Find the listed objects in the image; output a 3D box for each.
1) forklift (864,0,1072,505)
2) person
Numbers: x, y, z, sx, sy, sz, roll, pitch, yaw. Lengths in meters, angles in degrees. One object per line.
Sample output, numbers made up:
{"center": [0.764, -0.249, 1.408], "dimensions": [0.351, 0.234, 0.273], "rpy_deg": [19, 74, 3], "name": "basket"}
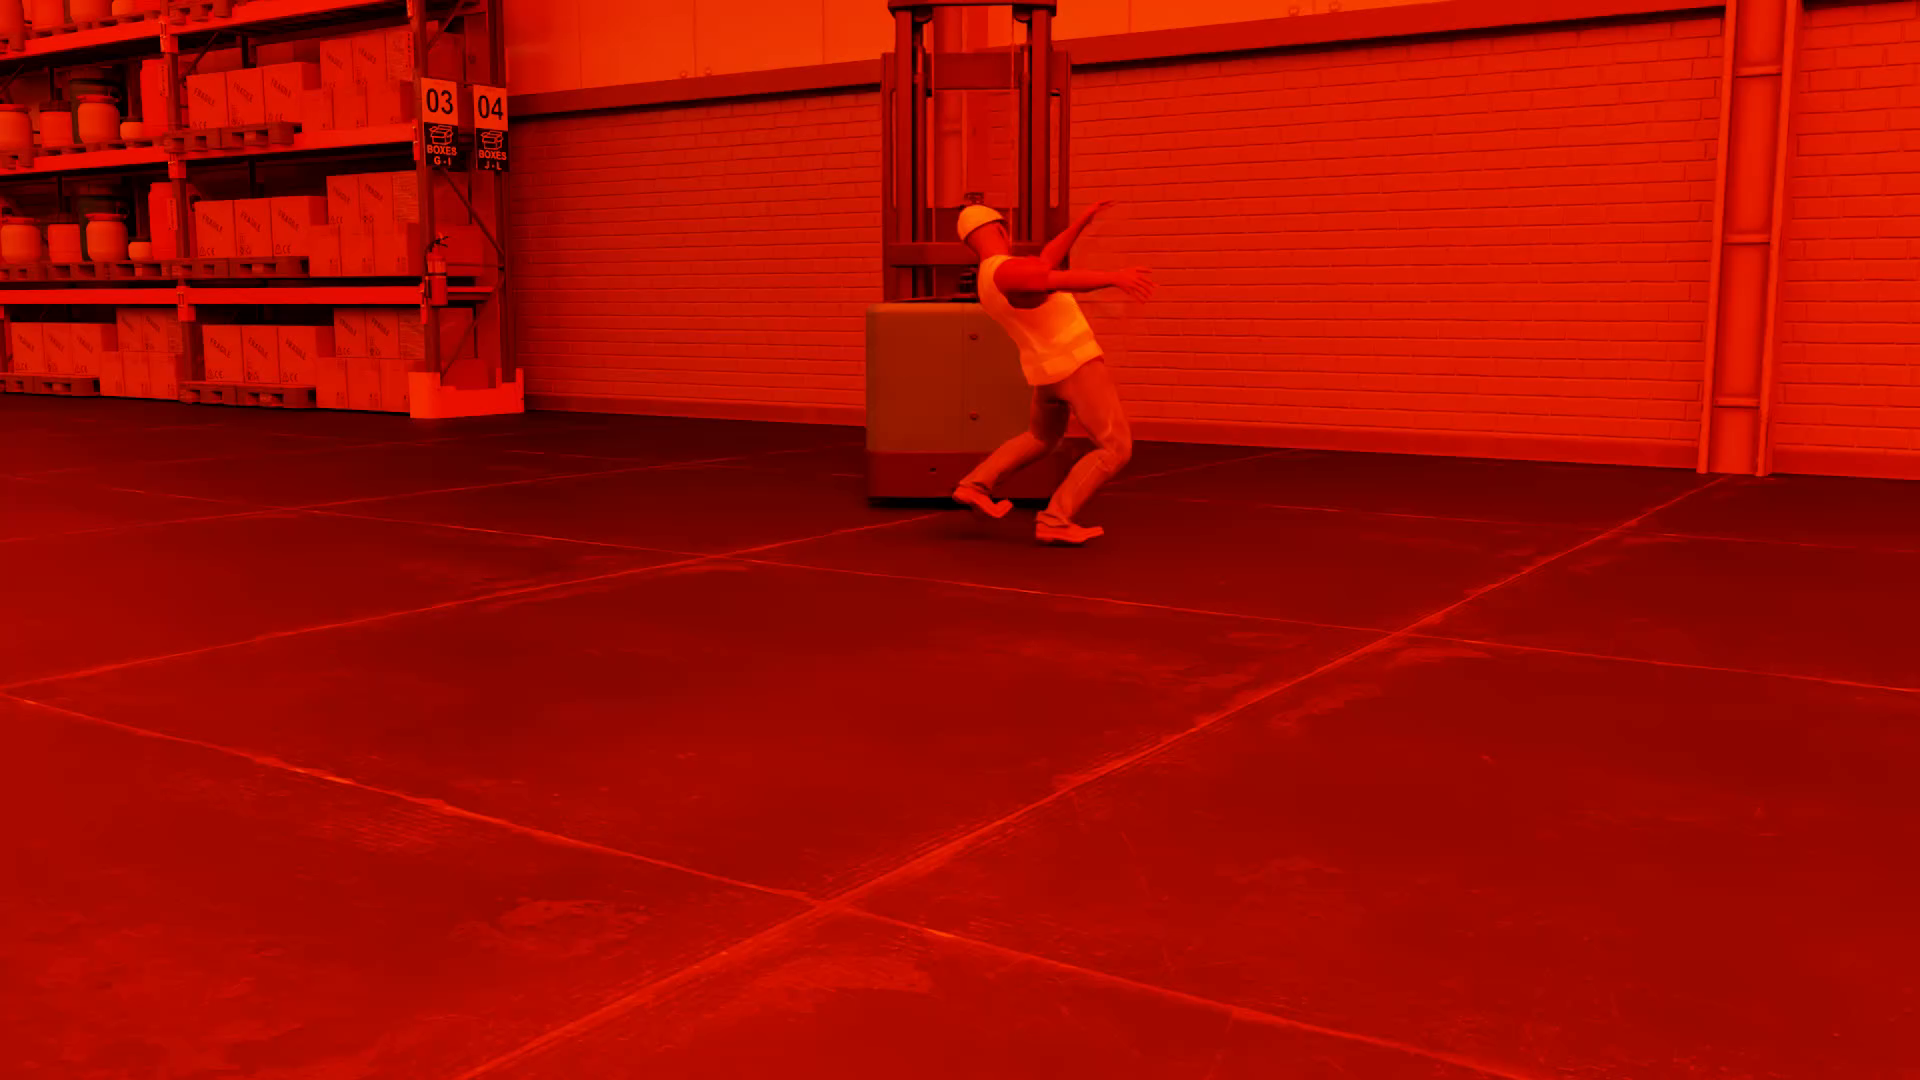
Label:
{"center": [0.108, -1.810, 9.924], "dimensions": [1.130, 2.935, 3.031], "rpy_deg": [1, 8, 4], "name": "forklift"}
{"center": [0.474, -0.751, 7.342], "dimensions": [0.750, 1.524, 1.117], "rpy_deg": [-4, 9, -25], "name": "person"}
